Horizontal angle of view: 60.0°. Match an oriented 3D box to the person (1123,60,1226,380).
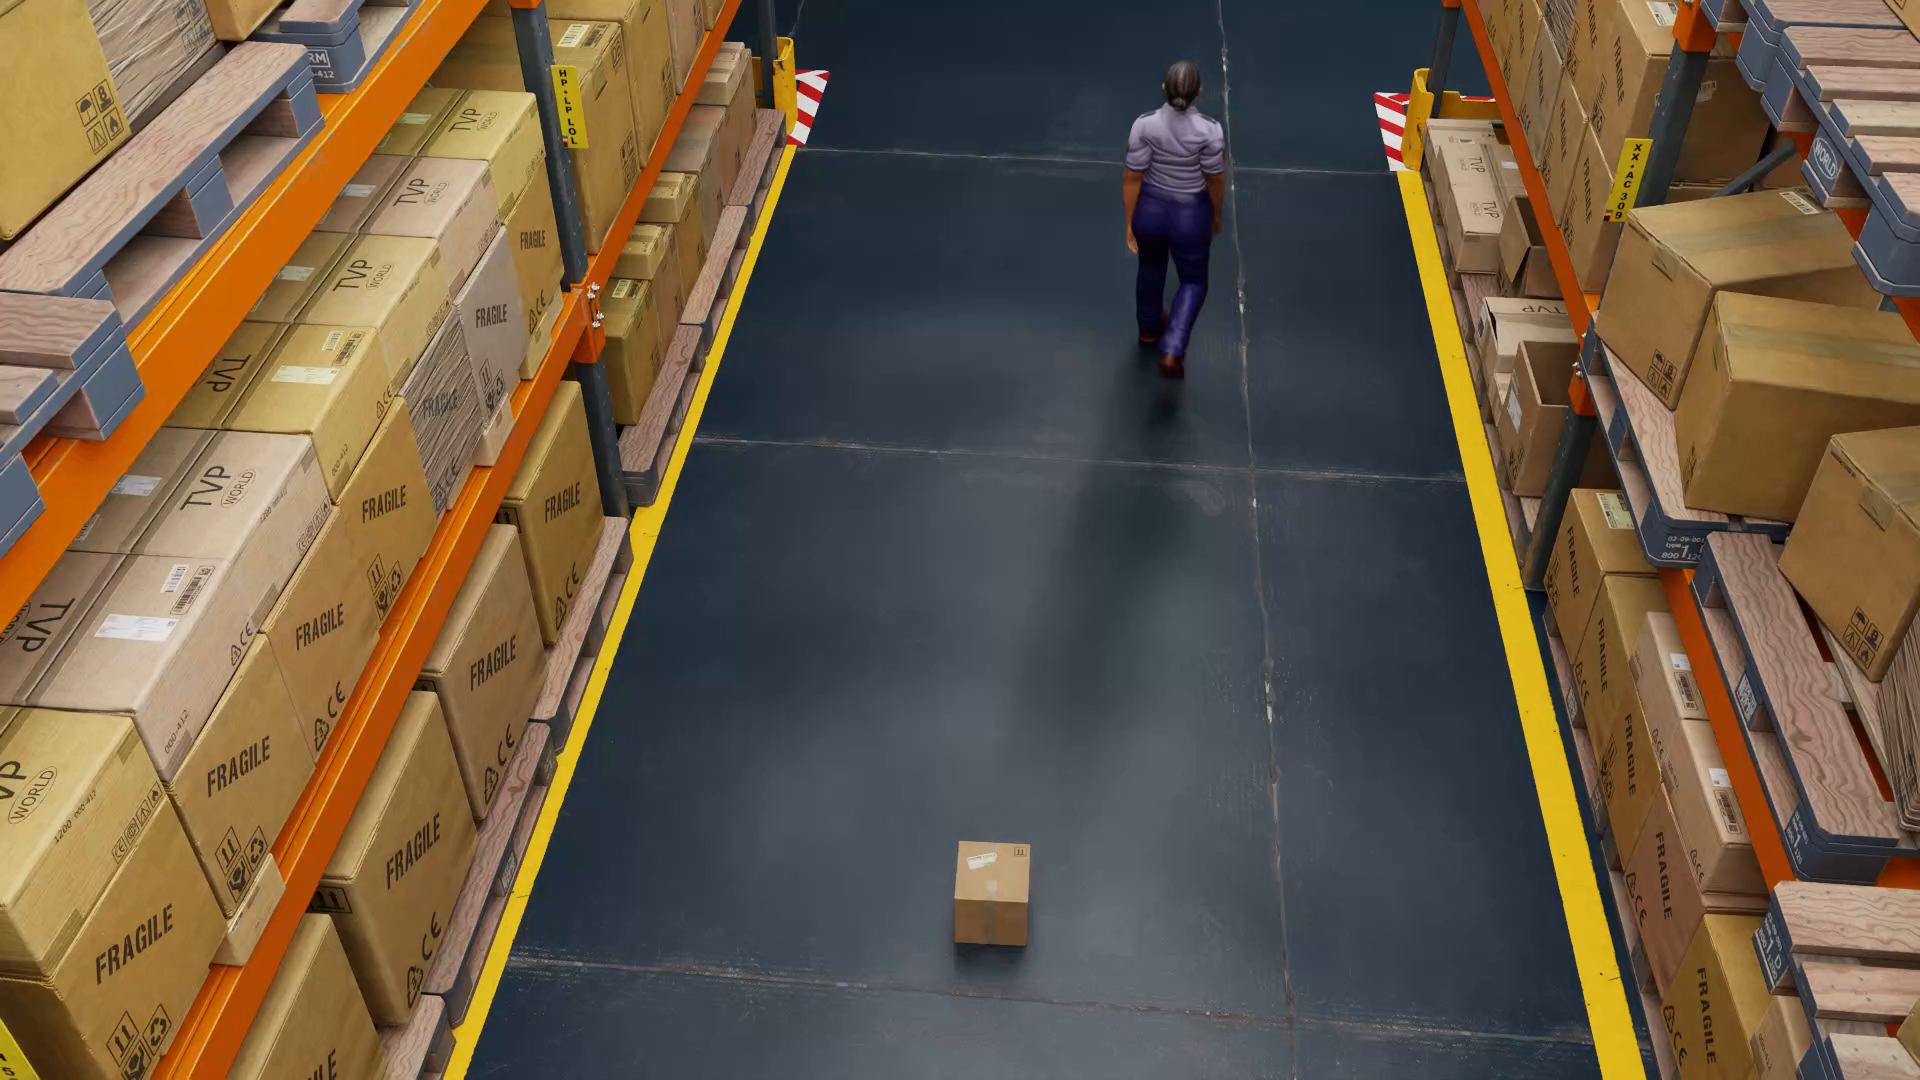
[{"bbox_3d":[1.011,-1.531,7.973,0.465,1.589,0.820,12,42,14],"label":"person"}]
